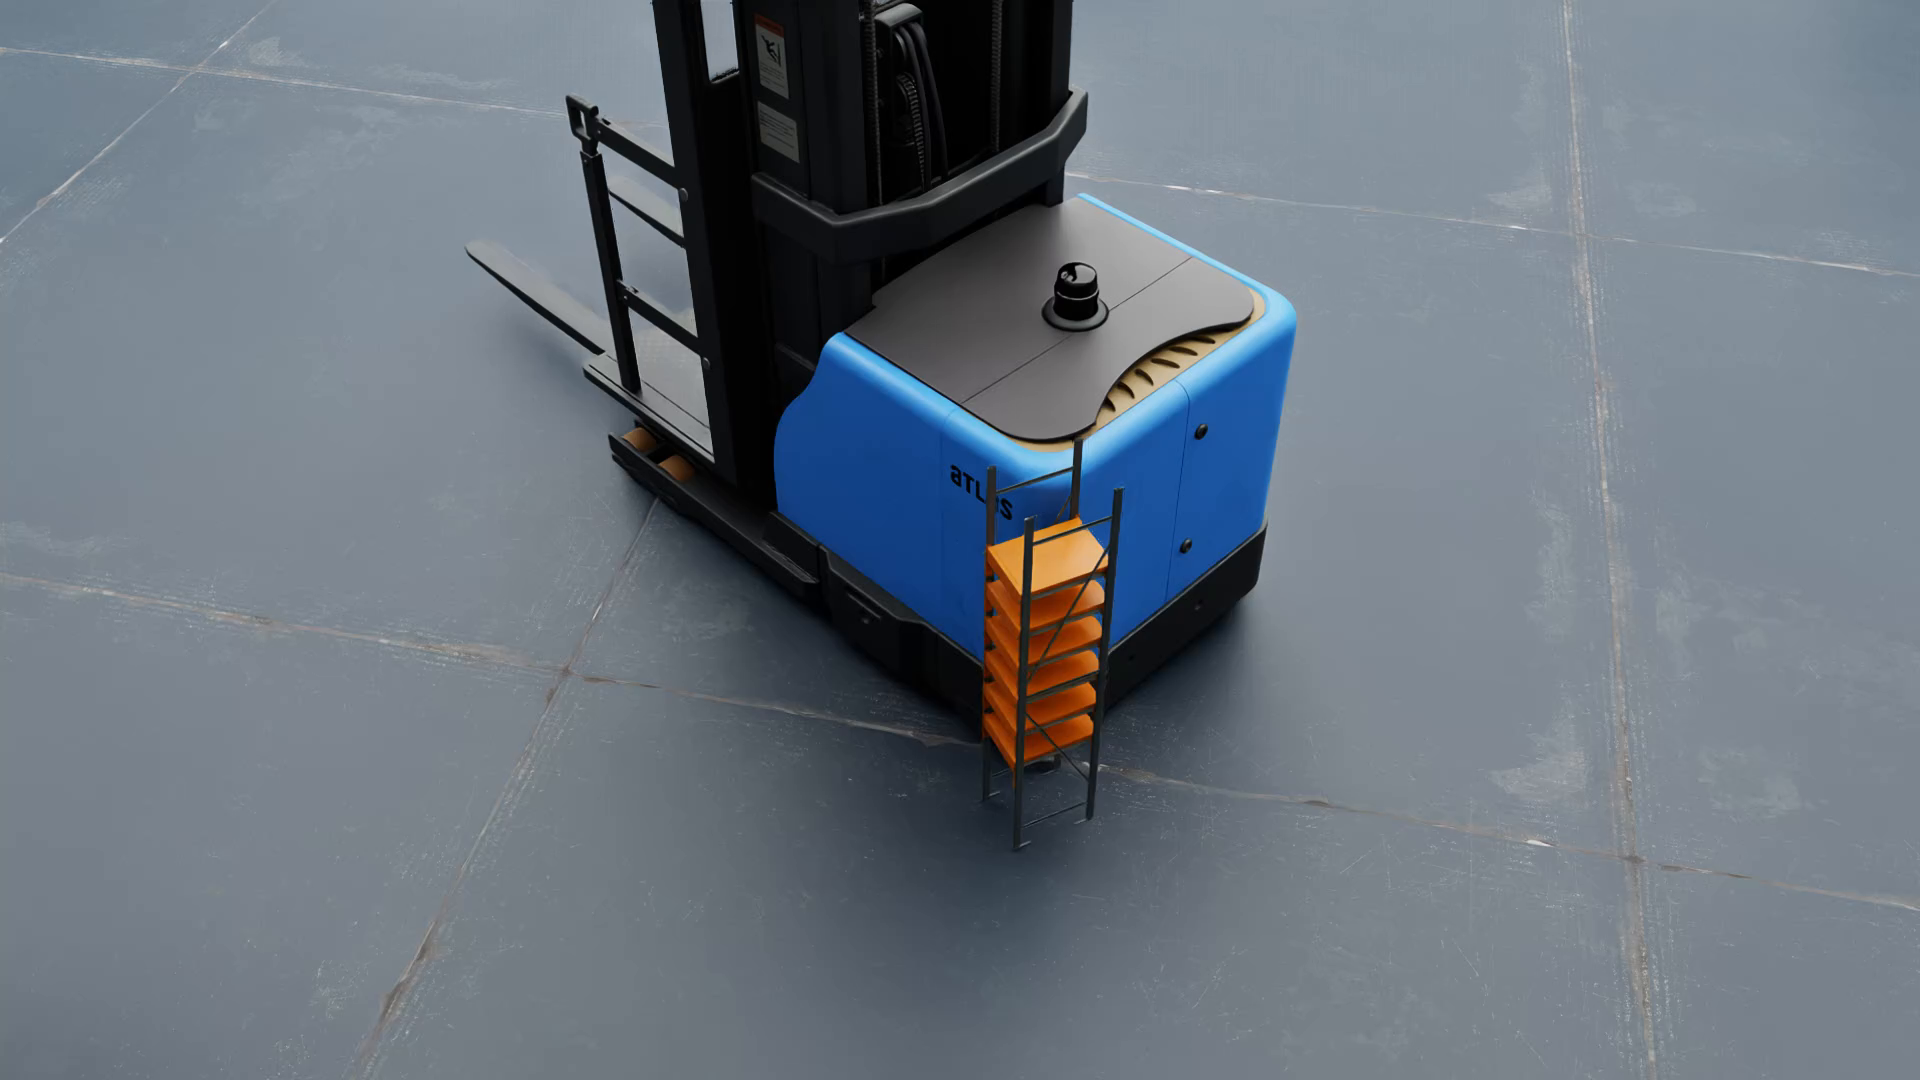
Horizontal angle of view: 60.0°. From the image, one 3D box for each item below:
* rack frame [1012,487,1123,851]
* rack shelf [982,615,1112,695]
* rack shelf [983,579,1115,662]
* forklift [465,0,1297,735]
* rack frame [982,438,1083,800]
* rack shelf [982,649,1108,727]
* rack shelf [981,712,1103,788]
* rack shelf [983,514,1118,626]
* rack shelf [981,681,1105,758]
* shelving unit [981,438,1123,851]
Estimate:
[{"bbox_3d":[0.248,0.352,4.019,0.240,1.200,0.006,-18,47,-18],"label":"rack frame"},{"bbox_3d":[0.209,0.240,4.026,0.258,0.103,0.180,-18,47,-18],"label":"rack shelf"},{"bbox_3d":[0.209,0.154,3.943,0.258,0.103,0.180,-18,47,-18],"label":"rack shelf"},{"bbox_3d":[-0.495,-1.389,4.580,3.031,2.935,1.130,35,54,31],"label":"forklift"},{"bbox_3d":[0.169,0.237,4.138,0.240,1.200,0.006,-18,47,-18],"label":"rack frame"},{"bbox_3d":[0.209,0.327,4.109,0.258,0.103,0.180,-18,47,-18],"label":"rack shelf"},{"bbox_3d":[0.208,0.499,4.276,0.258,0.103,0.180,-18,47,-18],"label":"rack shelf"},{"bbox_3d":[0.209,0.068,3.859,0.258,0.103,0.180,-18,47,-18],"label":"rack shelf"},{"bbox_3d":[0.208,0.413,4.193,0.258,0.103,0.180,-18,47,-18],"label":"rack shelf"},{"bbox_3d":[0.209,0.295,4.078,0.258,1.200,0.189,-18,47,-18],"label":"shelving unit"}]
